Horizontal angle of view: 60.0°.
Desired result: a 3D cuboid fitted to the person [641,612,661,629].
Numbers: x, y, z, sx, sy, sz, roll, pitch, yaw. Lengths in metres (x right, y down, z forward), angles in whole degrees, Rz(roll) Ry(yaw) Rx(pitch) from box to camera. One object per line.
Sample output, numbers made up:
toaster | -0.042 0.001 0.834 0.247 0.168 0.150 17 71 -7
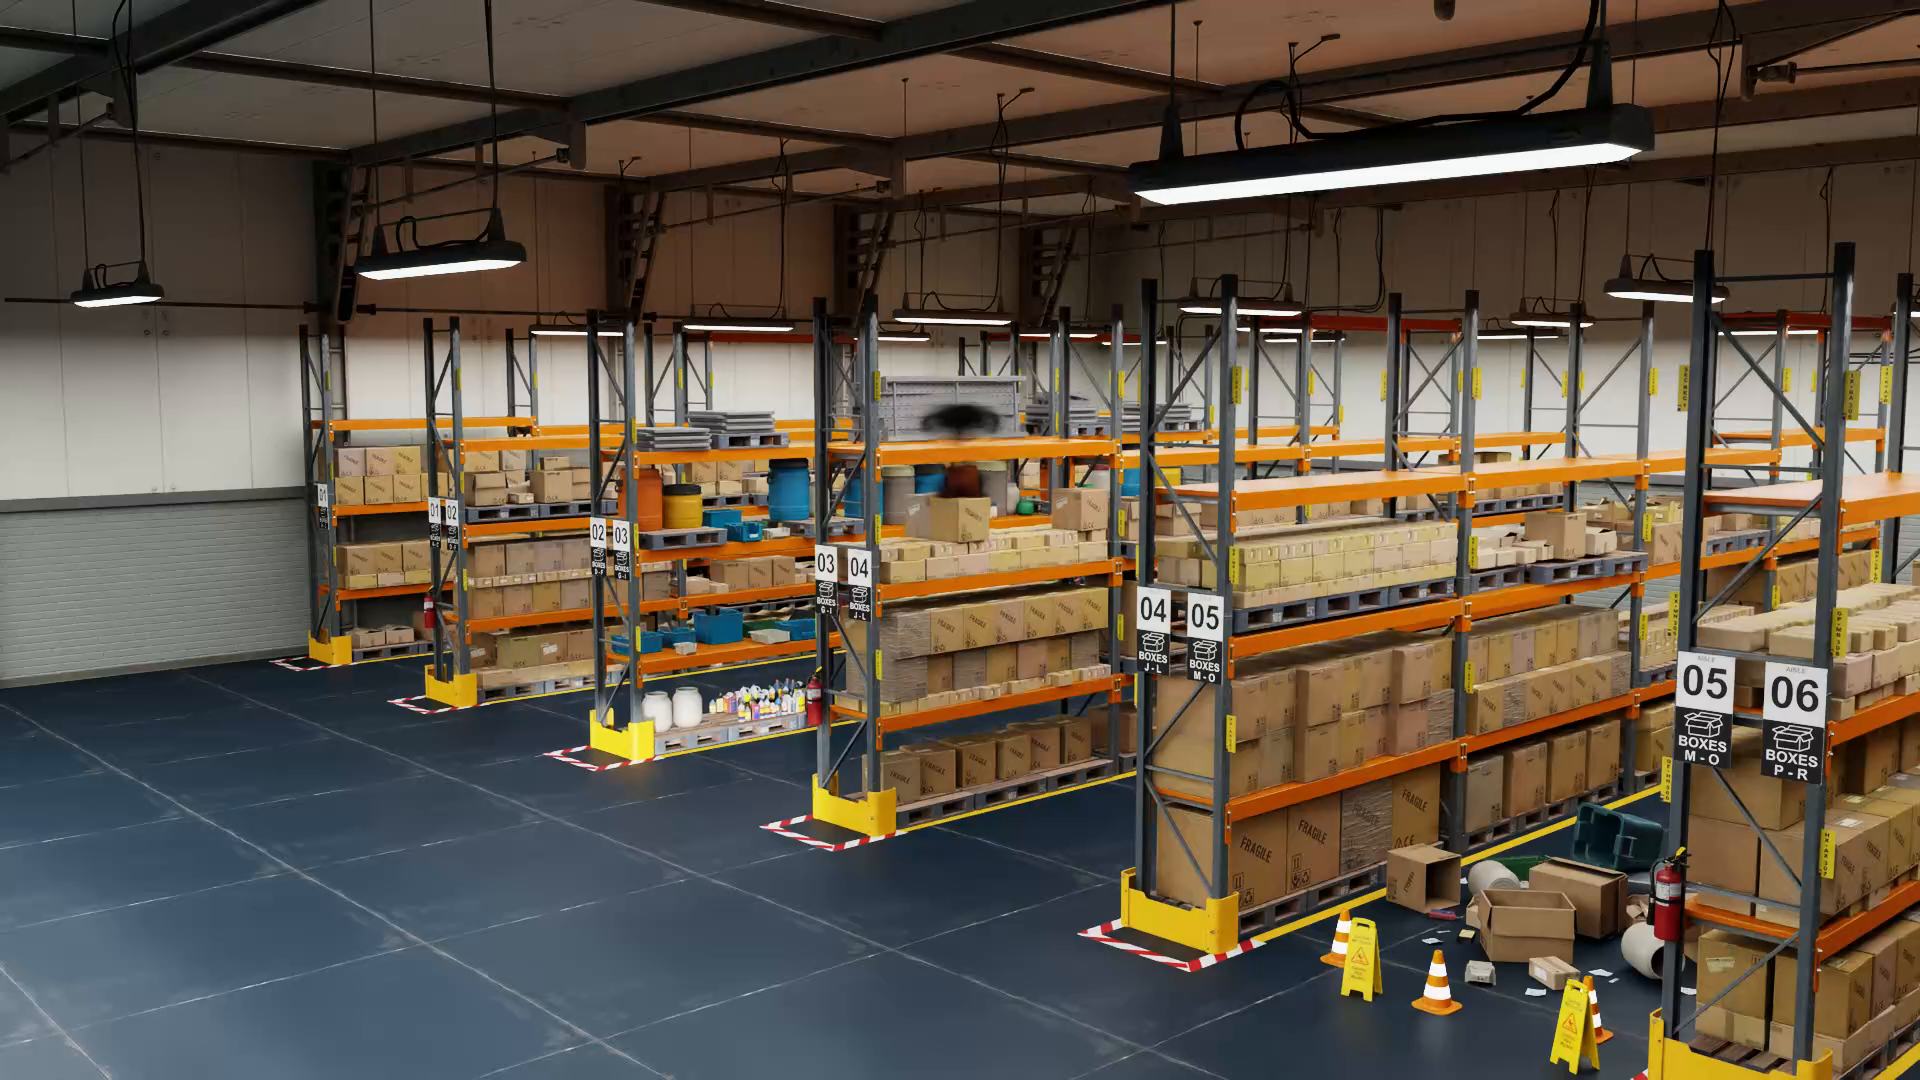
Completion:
person | -5.776 1.279 30.643 0.712 1.597 0.896 3 6 25
